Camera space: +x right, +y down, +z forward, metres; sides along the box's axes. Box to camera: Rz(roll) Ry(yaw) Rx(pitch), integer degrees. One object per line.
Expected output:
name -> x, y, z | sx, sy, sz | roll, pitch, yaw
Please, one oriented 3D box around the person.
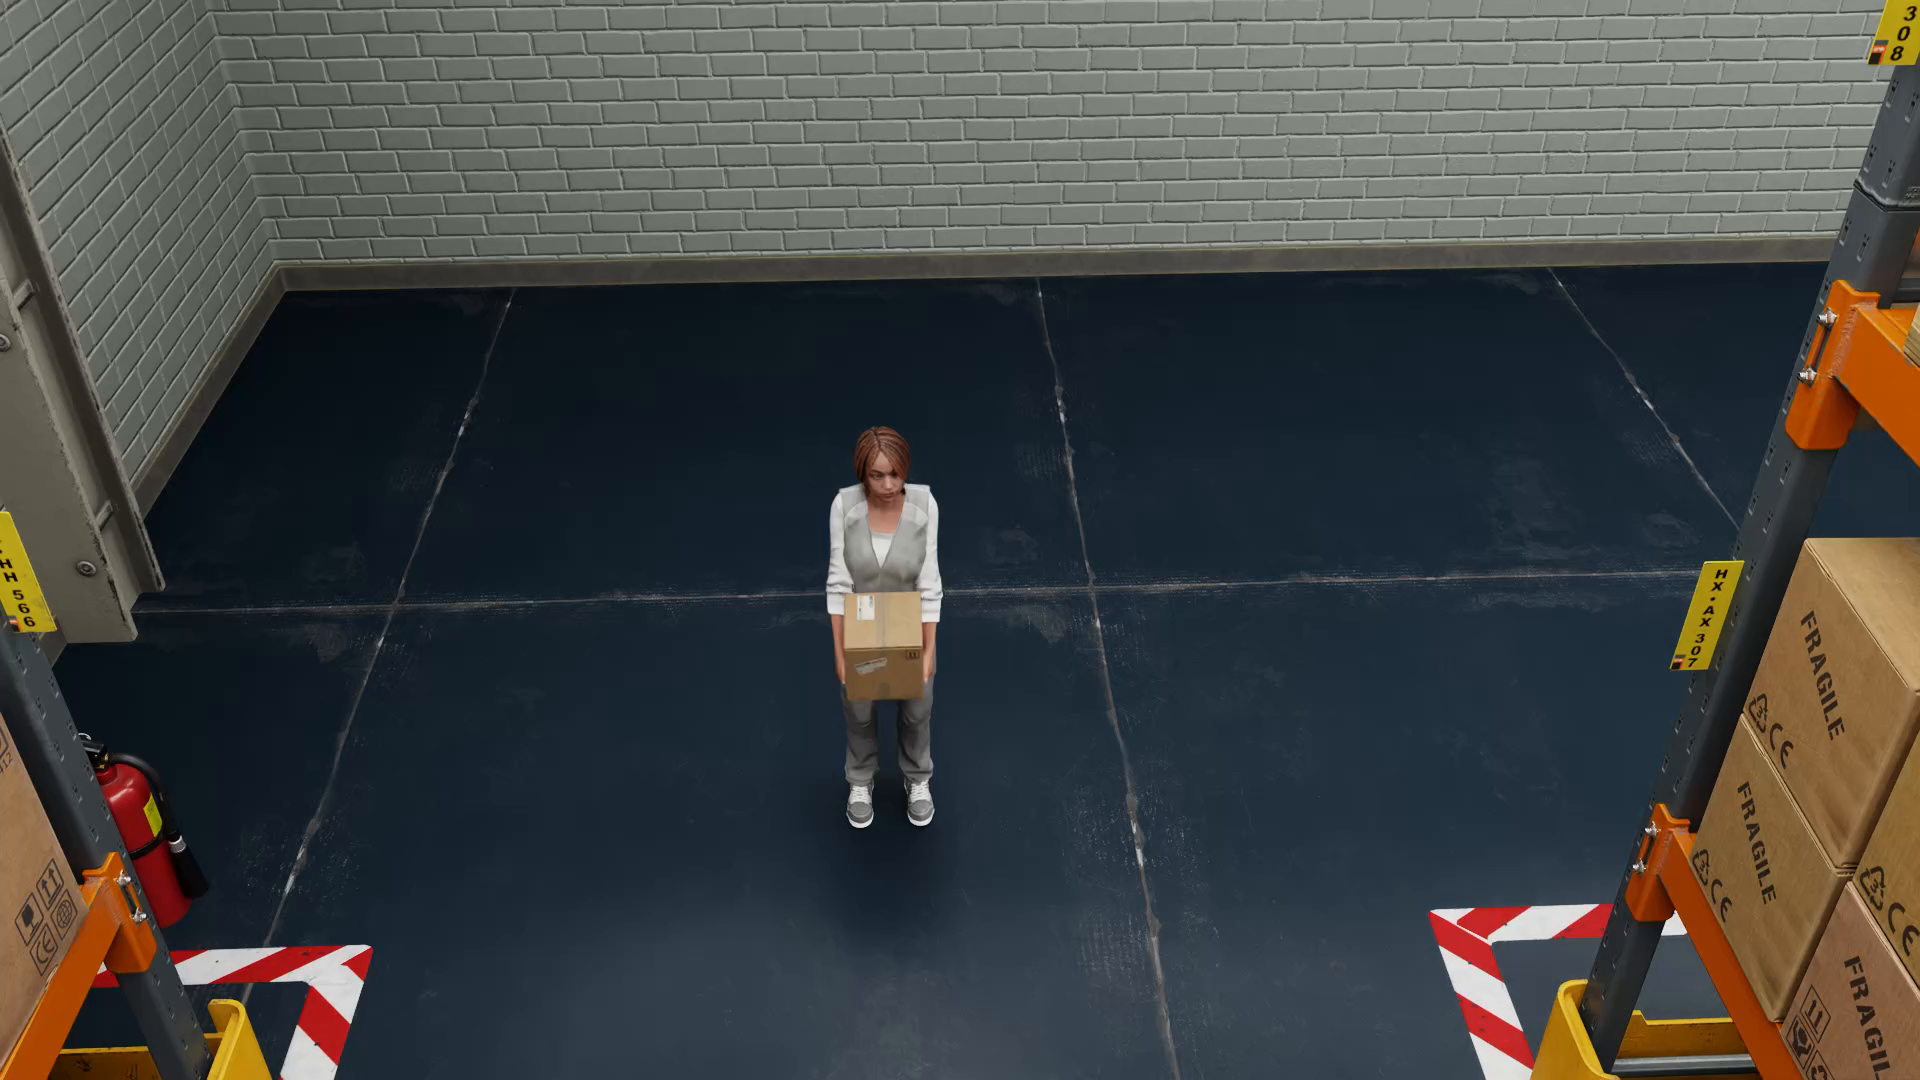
person -> -0.250, 0.370, 5.645 | 0.385, 1.598, 0.498 | -2, 36, -2
